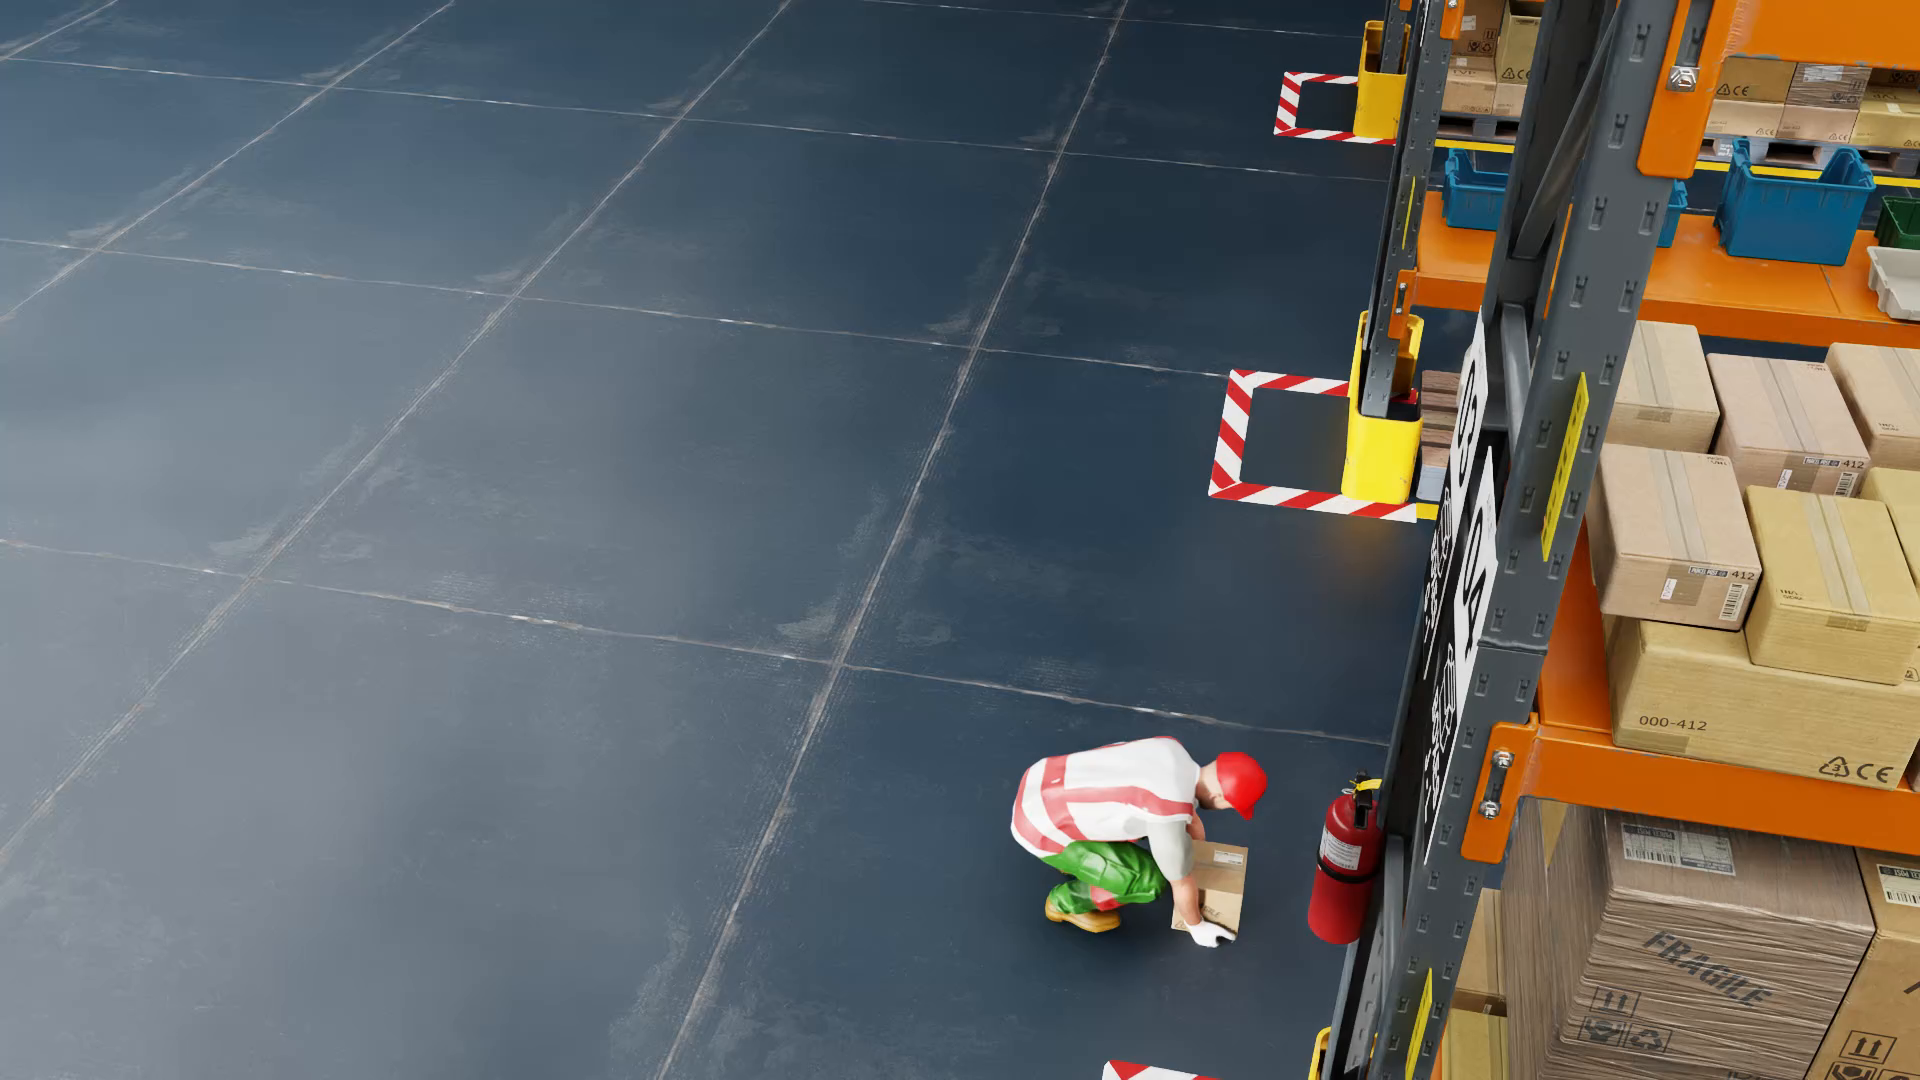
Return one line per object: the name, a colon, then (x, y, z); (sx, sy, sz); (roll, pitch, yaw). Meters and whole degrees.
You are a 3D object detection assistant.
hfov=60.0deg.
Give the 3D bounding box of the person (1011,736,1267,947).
person: (0.663, 1.128, 6.334); (0.929, 0.866, 0.542); (7, 37, 9)
